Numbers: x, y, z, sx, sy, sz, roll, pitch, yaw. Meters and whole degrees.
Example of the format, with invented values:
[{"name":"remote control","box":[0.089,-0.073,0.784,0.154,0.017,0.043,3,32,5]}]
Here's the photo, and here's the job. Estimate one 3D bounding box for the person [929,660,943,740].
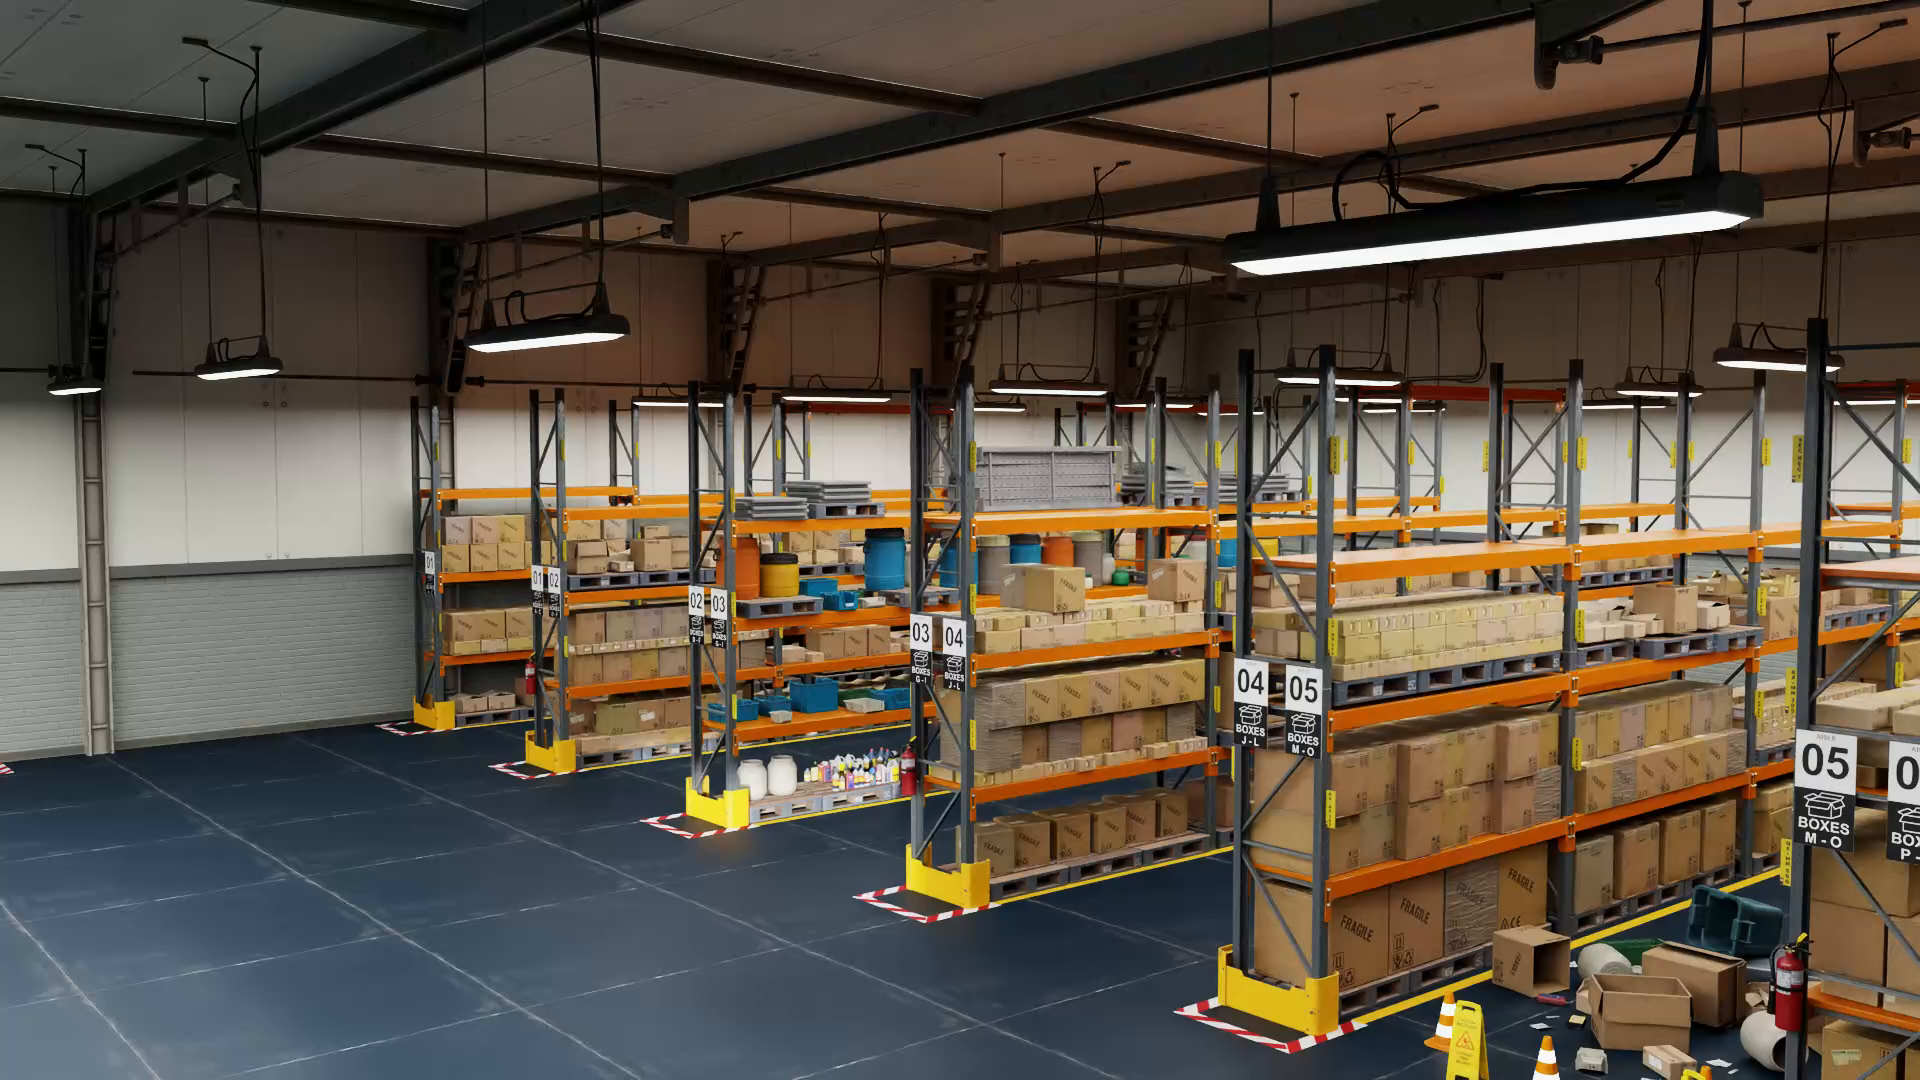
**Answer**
[{"name":"person","box":[-0.181,2.693,28.843,1.044,1.501,0.586,-2,4,-36]}]
